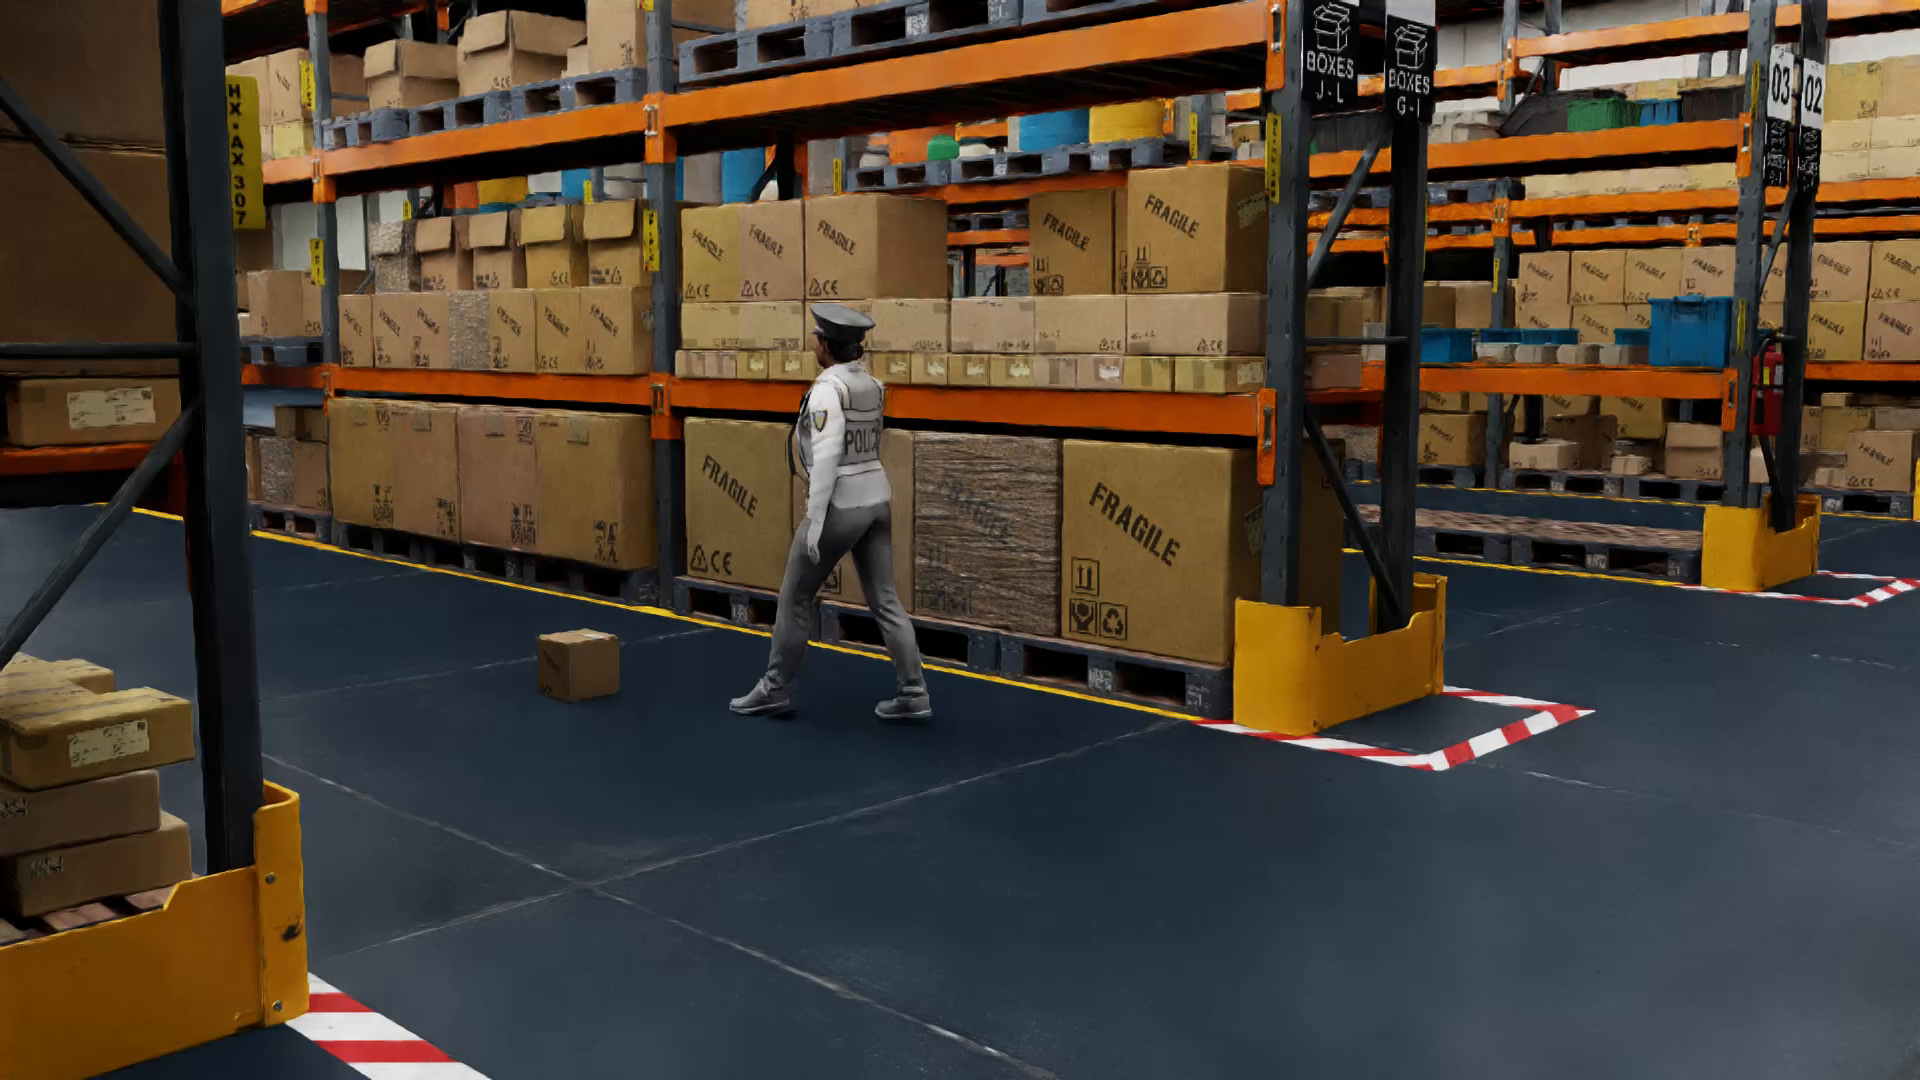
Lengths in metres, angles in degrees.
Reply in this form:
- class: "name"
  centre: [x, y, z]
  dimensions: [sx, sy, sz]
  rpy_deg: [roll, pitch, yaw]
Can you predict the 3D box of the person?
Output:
- class: "person"
  centre: [-0.542, -0.107, 6.582]
  dimensions: [0.851, 1.664, 0.666]
  rpy_deg: [4, 8, 30]
